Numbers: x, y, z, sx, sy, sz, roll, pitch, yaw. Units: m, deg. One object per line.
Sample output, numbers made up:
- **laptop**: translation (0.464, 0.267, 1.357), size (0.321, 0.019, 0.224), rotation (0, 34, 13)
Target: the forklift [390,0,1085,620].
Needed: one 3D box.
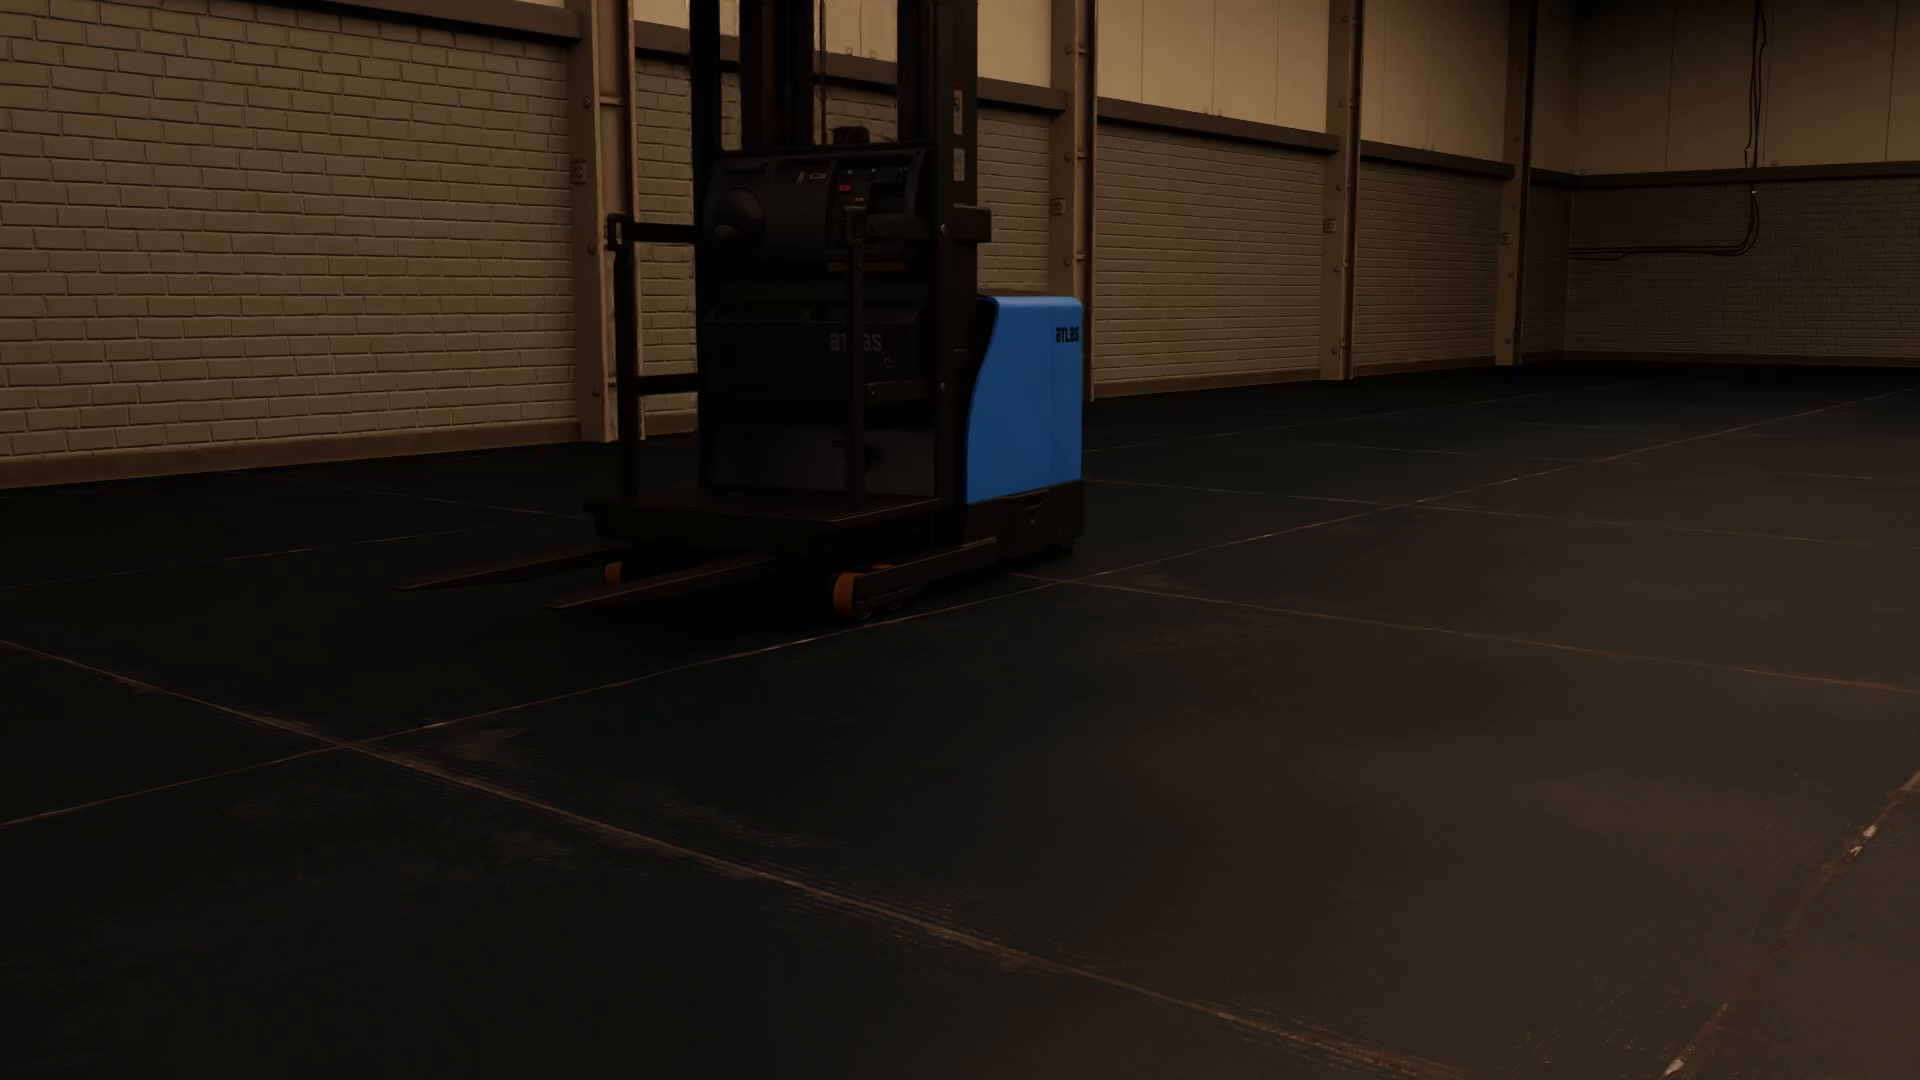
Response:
- **forklift**: translation (-0.643, -1.256, 5.865), size (1.130, 2.935, 3.031), rotation (5, 10, 30)
